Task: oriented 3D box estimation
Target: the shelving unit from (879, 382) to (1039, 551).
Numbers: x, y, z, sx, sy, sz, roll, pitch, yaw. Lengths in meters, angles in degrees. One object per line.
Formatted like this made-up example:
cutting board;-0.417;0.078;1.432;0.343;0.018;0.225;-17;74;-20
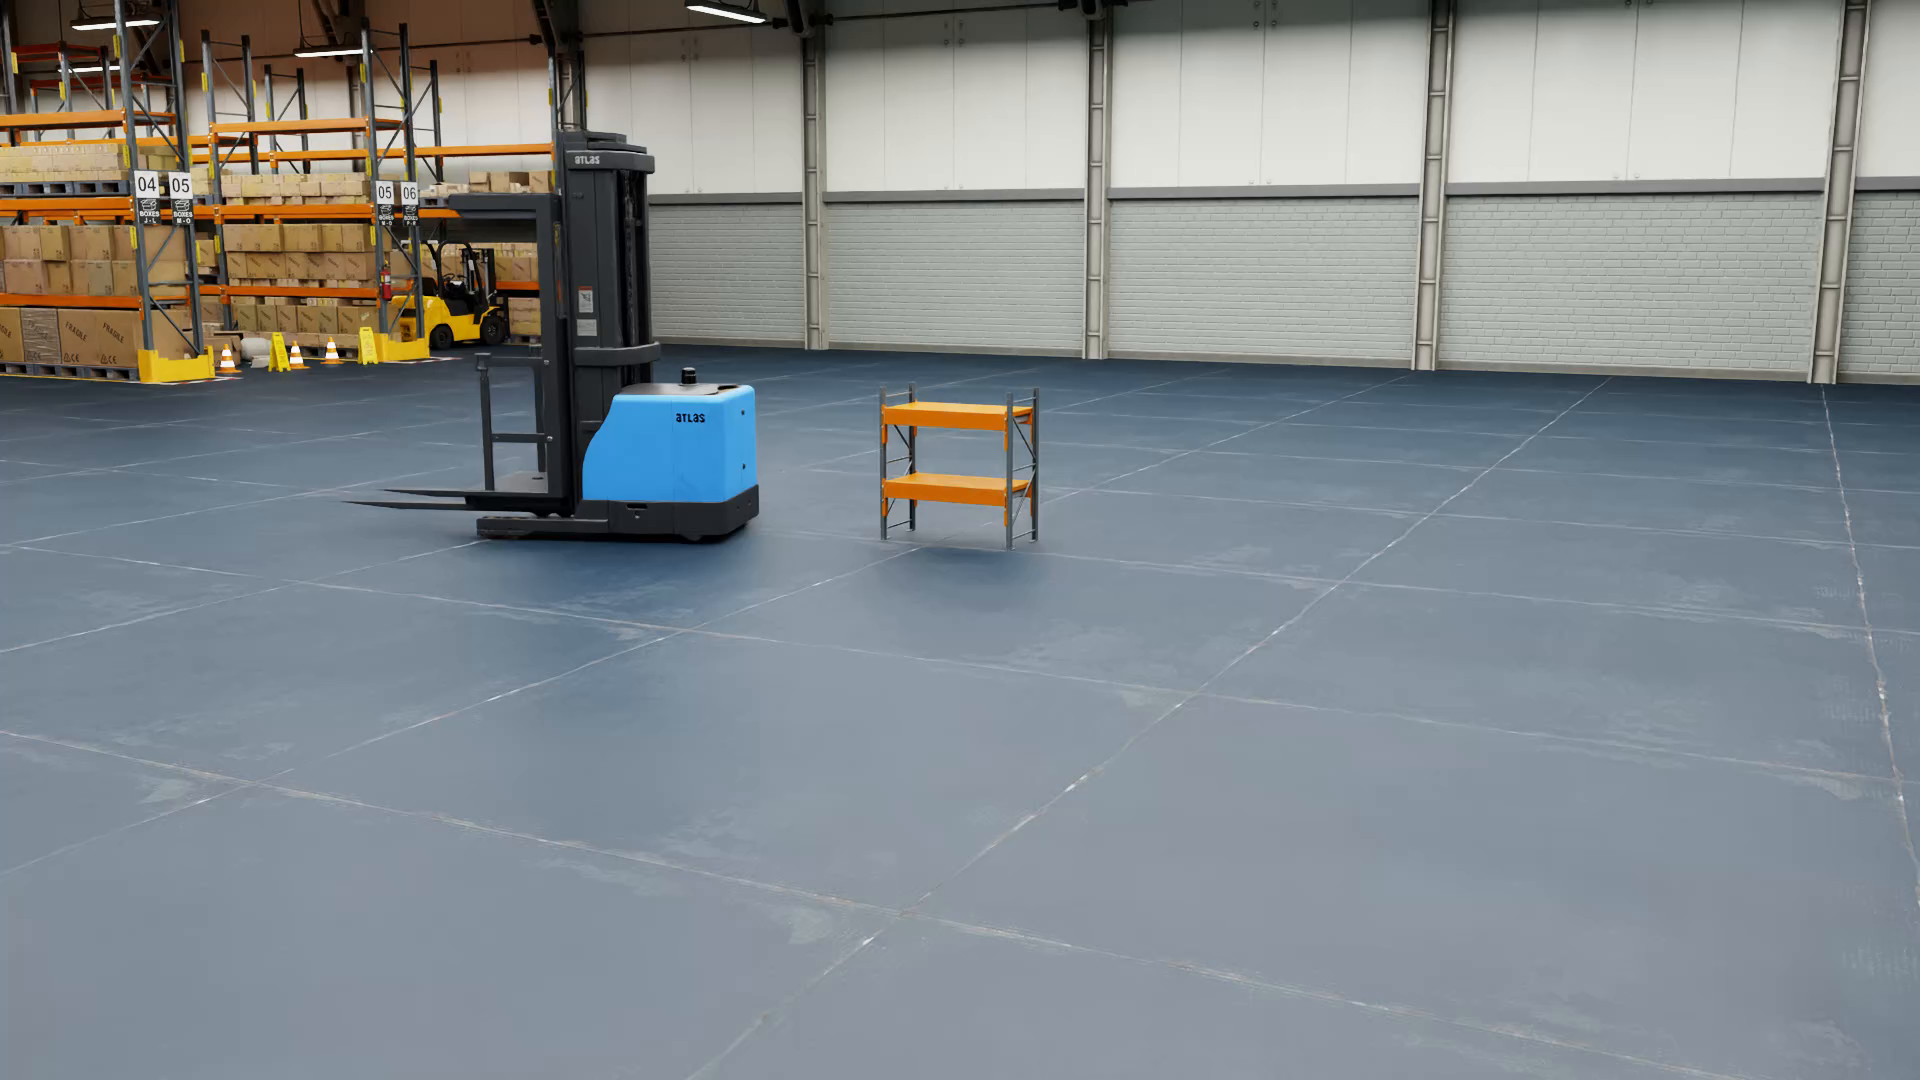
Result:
shelving unit;-0.006;-0.554;12.133;1.048;1.125;0.538;5;11;26

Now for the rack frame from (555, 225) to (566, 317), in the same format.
rack frame;-8.029;-5.591;34.699;0.127;3.000;1.000;5;11;26

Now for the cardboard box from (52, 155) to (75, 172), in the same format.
cardboard box;-13.782;-5.877;25.982;0.500;0.250;0.500;5;11;25

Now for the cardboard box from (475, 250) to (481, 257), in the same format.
cardboard box;-10.069;-6.082;35.312;0.250;0.149;0.380;5;11;25

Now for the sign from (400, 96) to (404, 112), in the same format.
sign;-11.846;-9.269;35.332;0.005;0.325;0.100;5;11;26

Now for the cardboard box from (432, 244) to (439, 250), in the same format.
cardboard box;-11.179;-6.345;35.928;0.250;0.149;0.380;5;11;27

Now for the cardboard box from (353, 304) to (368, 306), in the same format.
cardboard box;-11.316;-4.170;31.286;0.500;0.500;0.500;5;11;24

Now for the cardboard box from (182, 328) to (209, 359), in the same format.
cardboard box;-13.760;-3.443;29.457;0.503;0.637;0.797;5;11;26

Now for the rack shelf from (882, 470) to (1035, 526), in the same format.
rack shelf;-0.006;-0.313;12.177;1.000;0.278;0.538;5;11;26

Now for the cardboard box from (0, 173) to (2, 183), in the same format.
cardboard box;-15.277;-5.800;26.676;0.250;0.149;0.380;5;11;26

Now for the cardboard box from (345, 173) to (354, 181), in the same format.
cardboard box;-10.870;-6.548;30.034;0.250;0.149;0.380;5;12;27

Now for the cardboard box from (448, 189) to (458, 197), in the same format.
cardboard box;-10.659;-7.370;35.351;0.250;0.149;0.380;5;12;28

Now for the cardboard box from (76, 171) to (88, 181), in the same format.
cardboard box;-13.453;-5.640;25.791;0.250;0.149;0.380;5;11;26

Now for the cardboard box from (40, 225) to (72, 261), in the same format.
cardboard box;-14.146;-4.755;26.629;0.500;0.550;0.875;5;11;26

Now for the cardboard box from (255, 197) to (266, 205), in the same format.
cardboard box;-12.950;-6.344;31.144;0.250;0.149;0.380;5;12;28

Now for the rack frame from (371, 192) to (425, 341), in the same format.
rack frame;-10.222;-4.798;30.317;0.127;3.000;1.000;5;11;26

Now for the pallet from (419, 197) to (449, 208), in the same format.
pallet;-10.840;-7.275;35.832;1.213;0.211;1.003;5;11;26

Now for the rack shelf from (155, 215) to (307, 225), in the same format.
rack shelf;-16.997;-7.501;38.849;4.000;0.370;1.077;5;11;26

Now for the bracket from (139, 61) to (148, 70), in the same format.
bracket;-19.545;-11.434;40.034;0.430;0.232;0.235;5;11;26

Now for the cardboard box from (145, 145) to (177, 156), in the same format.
cardboard box;-12.480;-6.077;25.969;0.250;0.149;0.380;5;11;26

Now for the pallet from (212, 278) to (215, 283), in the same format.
pallet;-15.603;-5.184;32.991;1.213;0.211;1.003;5;11;26

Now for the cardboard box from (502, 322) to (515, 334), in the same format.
cardboard box;-9.477;-4.513;35.282;0.500;0.250;0.500;5;11;26

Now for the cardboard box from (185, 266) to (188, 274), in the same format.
cardboard box;-14.869;-5.231;32.235;0.250;0.149;0.380;5;11;25

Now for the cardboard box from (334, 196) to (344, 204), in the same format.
cardboard box;-11.127;-6.174;30.206;0.250;0.149;0.380;5;12;28

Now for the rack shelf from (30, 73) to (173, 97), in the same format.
rack shelf;-20.584;-10.927;40.028;4.000;0.370;1.077;5;11;26

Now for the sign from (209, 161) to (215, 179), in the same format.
sign;-14.052;-6.948;31.219;0.005;0.325;0.100;5;11;26

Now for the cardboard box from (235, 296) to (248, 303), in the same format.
cardboard box;-16.674;-5.607;38.809;0.250;0.149;0.380;5;11;25

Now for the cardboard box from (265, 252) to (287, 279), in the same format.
cardboard box;-12.633;-5.152;31.157;0.500;0.500;0.500;5;11;25

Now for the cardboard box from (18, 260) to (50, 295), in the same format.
cardboard box;-14.637;-4.260;26.924;0.550;0.550;0.875;5;11;26

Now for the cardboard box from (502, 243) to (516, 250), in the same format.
cardboard box;-9.398;-6.165;34.935;0.250;0.149;0.380;5;12;27

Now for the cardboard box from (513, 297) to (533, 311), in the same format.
cardboard box;-9.041;-4.962;34.959;0.500;0.250;0.500;5;12;27

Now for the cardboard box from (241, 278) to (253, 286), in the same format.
cardboard box;-13.419;-4.902;31.596;0.250;0.149;0.380;5;12;27

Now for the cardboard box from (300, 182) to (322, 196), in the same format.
cardboard box;-11.718;-6.424;30.463;0.500;0.250;0.500;5;12;27

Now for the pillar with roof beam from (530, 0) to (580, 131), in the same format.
pillar with roof beam;-10.160;-8.054;31.464;0.548;9.000;9.100;5;11;26

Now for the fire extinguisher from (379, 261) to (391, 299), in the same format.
fire extinguisher;-10.323;-4.677;29.867;0.183;0.674;0.296;5;11;26

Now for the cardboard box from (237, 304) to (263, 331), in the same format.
cardboard box;-13.400;-4.246;31.704;0.500;0.500;0.500;6;12;29

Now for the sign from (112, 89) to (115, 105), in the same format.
sign;-17.165;-8.966;33.658;0.005;0.325;0.100;5;11;26

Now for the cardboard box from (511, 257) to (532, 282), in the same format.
cardboard box;-9.048;-5.679;34.906;0.500;0.500;0.500;5;12;28

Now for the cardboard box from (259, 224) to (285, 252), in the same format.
cardboard box;-12.624;-5.644;31.067;0.500;0.500;0.700;5;11;25

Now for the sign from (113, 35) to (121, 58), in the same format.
sign;-12.575;-7.364;24.807;0.005;0.325;0.100;5;11;26

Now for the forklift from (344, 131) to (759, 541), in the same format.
forklift;-3.122;-1.534;12.476;3.031;2.935;1.130;1;10;8

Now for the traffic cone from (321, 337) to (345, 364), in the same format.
traffic cone;-11.179;-3.377;29.592;0.334;0.463;0.336;5;11;26

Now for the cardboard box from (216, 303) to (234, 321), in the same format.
cardboard box;-17.066;-5.317;39.024;0.500;0.500;0.500;5;11;24

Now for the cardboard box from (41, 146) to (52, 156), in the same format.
cardboard box;-14.142;-6.092;26.054;0.250;0.149;0.380;5;11;26

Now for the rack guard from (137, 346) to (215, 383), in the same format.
rack guard;-12.300;-2.767;26.117;0.348;0.500;1.175;5;11;26

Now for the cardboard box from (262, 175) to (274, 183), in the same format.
cardboard box;-12.724;-6.706;30.906;0.250;0.149;0.380;5;11;24

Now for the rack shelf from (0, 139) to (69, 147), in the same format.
rack shelf;-19.190;-7.987;34.236;4.000;0.370;1.077;5;11;26

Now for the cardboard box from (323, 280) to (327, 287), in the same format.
cardboard box;-11.561;-4.753;30.777;0.250;0.149;0.380;5;11;27

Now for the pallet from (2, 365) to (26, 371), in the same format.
pallet;-16.634;-2.991;28.164;1.213;0.211;1.003;5;11;26

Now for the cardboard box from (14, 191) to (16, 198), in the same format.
cardboard box;-19.105;-7.253;33.998;0.500;0.500;0.500;5;11;26

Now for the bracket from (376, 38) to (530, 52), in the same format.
bracket;-11.095;-10.692;35.931;4.783;0.066;0.076;5;11;26
